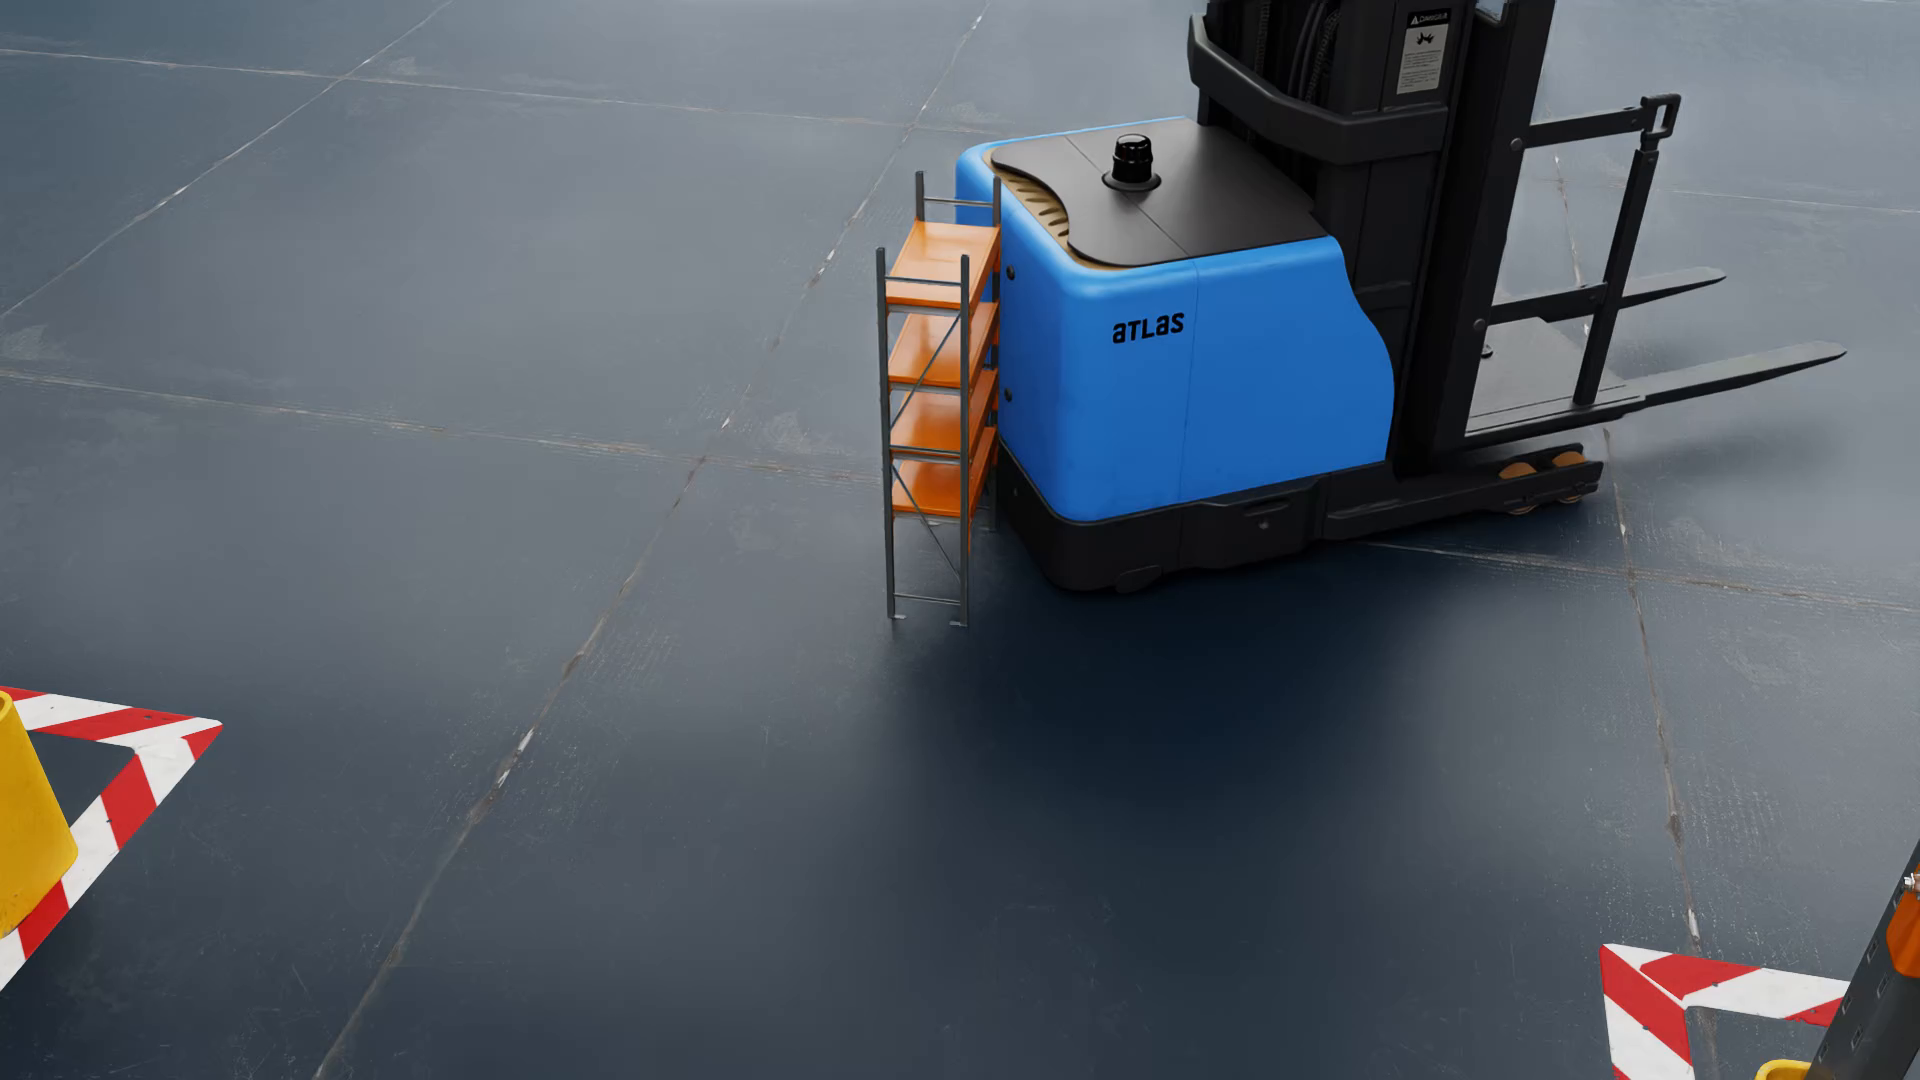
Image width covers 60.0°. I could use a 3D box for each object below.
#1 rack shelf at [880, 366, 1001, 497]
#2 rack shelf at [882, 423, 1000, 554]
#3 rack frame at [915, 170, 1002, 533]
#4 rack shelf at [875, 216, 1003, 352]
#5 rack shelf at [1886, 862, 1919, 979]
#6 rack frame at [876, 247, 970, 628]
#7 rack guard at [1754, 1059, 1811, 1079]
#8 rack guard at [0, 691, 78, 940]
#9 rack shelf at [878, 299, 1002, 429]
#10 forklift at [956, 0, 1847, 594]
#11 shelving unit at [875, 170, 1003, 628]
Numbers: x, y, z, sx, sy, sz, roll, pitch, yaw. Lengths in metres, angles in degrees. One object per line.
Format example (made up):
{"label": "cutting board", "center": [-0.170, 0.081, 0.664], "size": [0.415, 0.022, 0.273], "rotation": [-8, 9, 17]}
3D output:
{"label": "rack shelf", "center": [-0.050, -0.331, 4.798], "size": [0.258, 0.148, 0.480], "rotation": [6, 36, 9]}
{"label": "rack shelf", "center": [-0.050, -0.170, 4.915], "size": [0.258, 0.148, 0.480], "rotation": [6, 36, 9]}
{"label": "rack frame", "center": [-0.005, -0.526, 4.953], "size": [0.240, 1.200, 0.015], "rotation": [6, 36, 9]}
{"label": "rack shelf", "center": [-0.050, -0.703, 4.528], "size": [0.258, 0.148, 0.480], "rotation": [6, 36, 9]}
{"label": "rack shelf", "center": [1.590, 1.709, 0.949], "size": [1.077, 0.370, 4.000], "rotation": [7, 37, 10]}
{"label": "rack frame", "center": [-0.095, -0.244, 4.565], "size": [0.240, 1.200, 0.015], "rotation": [6, 36, 9]}
{"label": "rack guard", "center": [2.001, 1.327, 2.993], "size": [1.175, 0.500, 0.348], "rotation": [7, 37, 10]}
{"label": "rack guard", "center": [-2.801, 0.590, 4.010], "size": [1.175, 0.500, 0.348], "rotation": [7, 37, 10]}
{"label": "rack shelf", "center": [-0.050, -0.512, 4.667], "size": [0.258, 0.148, 0.480], "rotation": [6, 36, 9]}
{"label": "forklift", "center": [1.546, -1.548, 4.888], "size": [3.031, 2.935, 1.130], "rotation": [-12, 38, -16]}
{"label": "shelving unit", "center": [-0.050, -0.385, 4.759], "size": [0.258, 1.200, 0.503], "rotation": [6, 36, 9]}
